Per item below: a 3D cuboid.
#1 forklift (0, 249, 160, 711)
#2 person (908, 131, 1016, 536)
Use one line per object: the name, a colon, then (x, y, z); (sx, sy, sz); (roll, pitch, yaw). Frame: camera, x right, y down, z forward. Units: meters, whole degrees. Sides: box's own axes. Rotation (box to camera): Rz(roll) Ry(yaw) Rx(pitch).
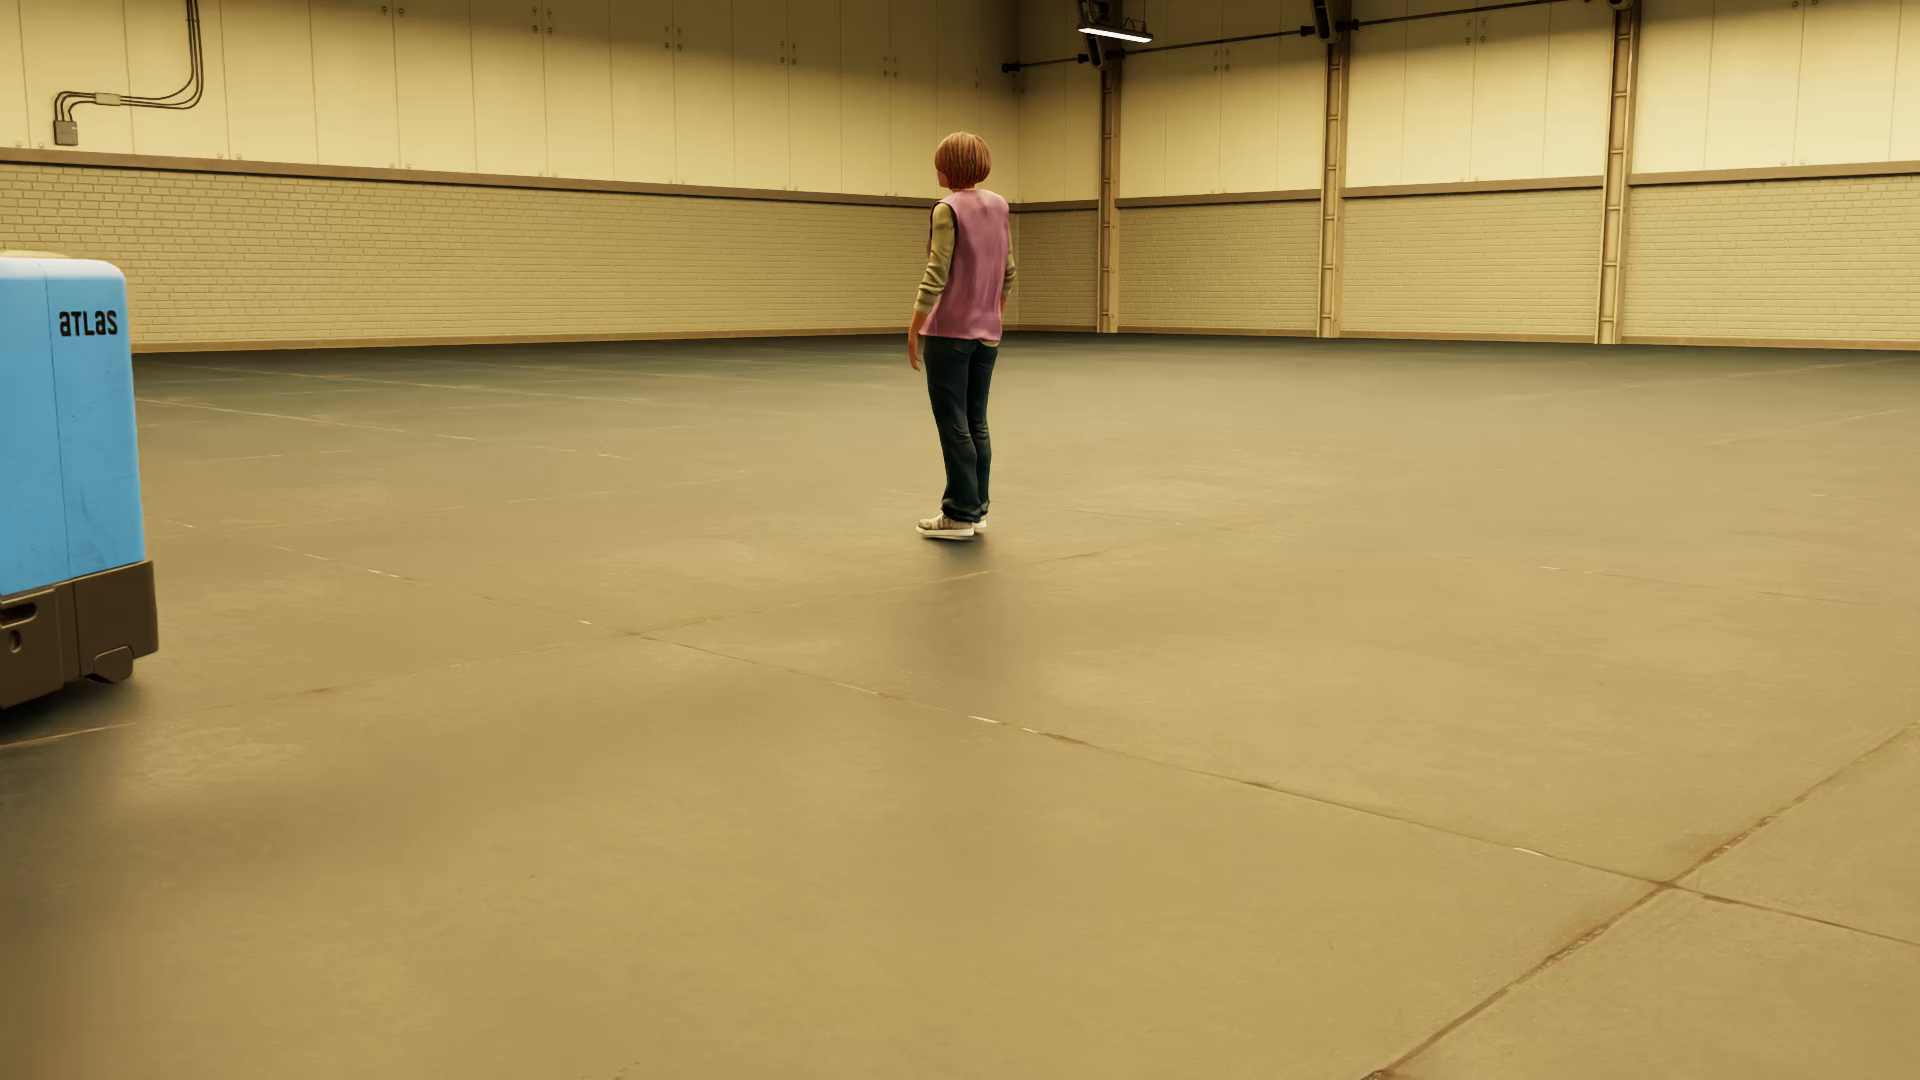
forklift: (-2.821, -0.890, 2.784); (1.130, 2.935, 3.031); (1, 9, 9)
person: (-0.043, -0.806, 6.658); (0.476, 1.597, 0.520); (8, 12, 43)
